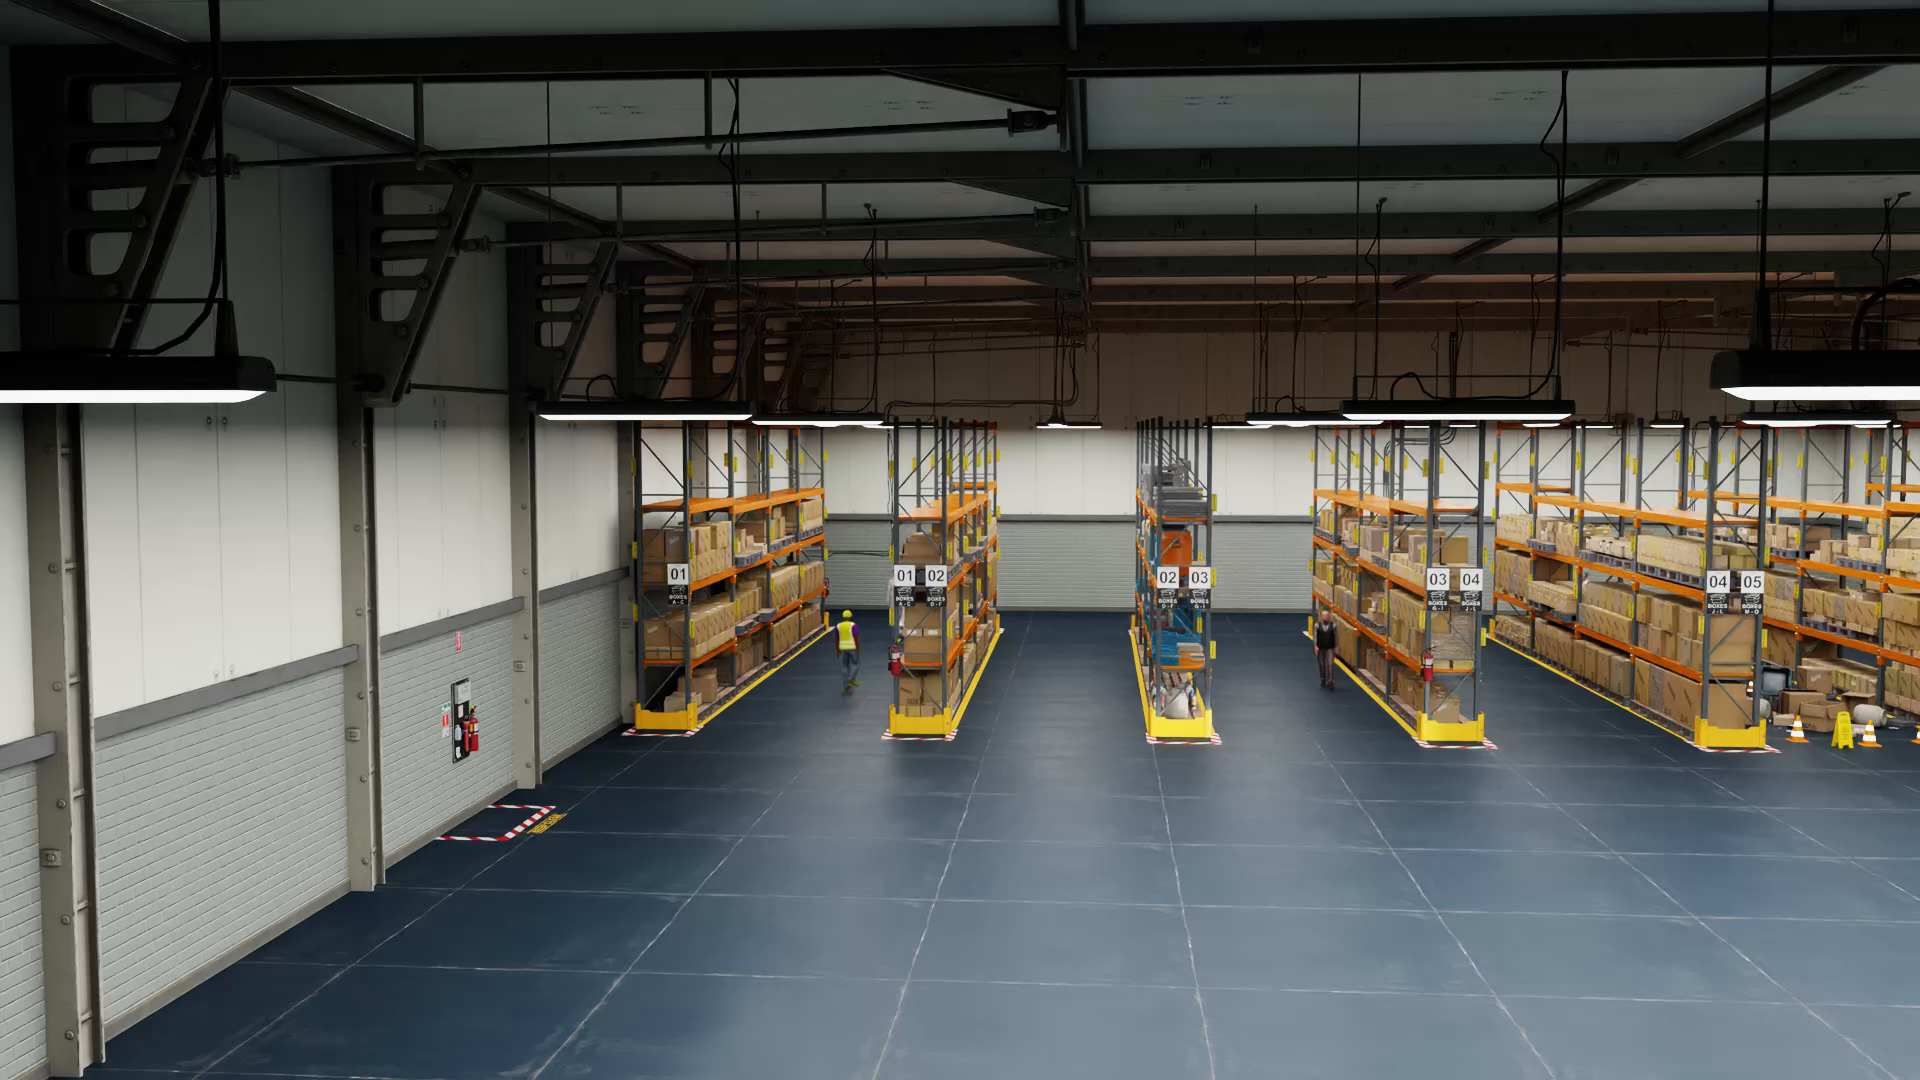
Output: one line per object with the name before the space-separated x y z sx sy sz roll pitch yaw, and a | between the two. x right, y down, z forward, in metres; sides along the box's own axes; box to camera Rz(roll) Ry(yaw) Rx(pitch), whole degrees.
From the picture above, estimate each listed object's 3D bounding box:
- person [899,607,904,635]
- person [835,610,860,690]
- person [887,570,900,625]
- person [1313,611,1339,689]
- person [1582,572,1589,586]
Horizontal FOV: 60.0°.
person | -1.580 1.797 46.568 0.733 1.787 0.582 -3 5 -43
person | -2.492 2.432 36.844 0.603 1.756 0.489 1 4 15
person | -1.899 1.680 49.062 0.529 1.609 1.038 0 4 0
person | 8.157 2.432 37.152 0.560 1.691 0.883 1 4 18
person | 17.879 1.744 47.550 0.954 1.724 0.544 -1 4 -8
